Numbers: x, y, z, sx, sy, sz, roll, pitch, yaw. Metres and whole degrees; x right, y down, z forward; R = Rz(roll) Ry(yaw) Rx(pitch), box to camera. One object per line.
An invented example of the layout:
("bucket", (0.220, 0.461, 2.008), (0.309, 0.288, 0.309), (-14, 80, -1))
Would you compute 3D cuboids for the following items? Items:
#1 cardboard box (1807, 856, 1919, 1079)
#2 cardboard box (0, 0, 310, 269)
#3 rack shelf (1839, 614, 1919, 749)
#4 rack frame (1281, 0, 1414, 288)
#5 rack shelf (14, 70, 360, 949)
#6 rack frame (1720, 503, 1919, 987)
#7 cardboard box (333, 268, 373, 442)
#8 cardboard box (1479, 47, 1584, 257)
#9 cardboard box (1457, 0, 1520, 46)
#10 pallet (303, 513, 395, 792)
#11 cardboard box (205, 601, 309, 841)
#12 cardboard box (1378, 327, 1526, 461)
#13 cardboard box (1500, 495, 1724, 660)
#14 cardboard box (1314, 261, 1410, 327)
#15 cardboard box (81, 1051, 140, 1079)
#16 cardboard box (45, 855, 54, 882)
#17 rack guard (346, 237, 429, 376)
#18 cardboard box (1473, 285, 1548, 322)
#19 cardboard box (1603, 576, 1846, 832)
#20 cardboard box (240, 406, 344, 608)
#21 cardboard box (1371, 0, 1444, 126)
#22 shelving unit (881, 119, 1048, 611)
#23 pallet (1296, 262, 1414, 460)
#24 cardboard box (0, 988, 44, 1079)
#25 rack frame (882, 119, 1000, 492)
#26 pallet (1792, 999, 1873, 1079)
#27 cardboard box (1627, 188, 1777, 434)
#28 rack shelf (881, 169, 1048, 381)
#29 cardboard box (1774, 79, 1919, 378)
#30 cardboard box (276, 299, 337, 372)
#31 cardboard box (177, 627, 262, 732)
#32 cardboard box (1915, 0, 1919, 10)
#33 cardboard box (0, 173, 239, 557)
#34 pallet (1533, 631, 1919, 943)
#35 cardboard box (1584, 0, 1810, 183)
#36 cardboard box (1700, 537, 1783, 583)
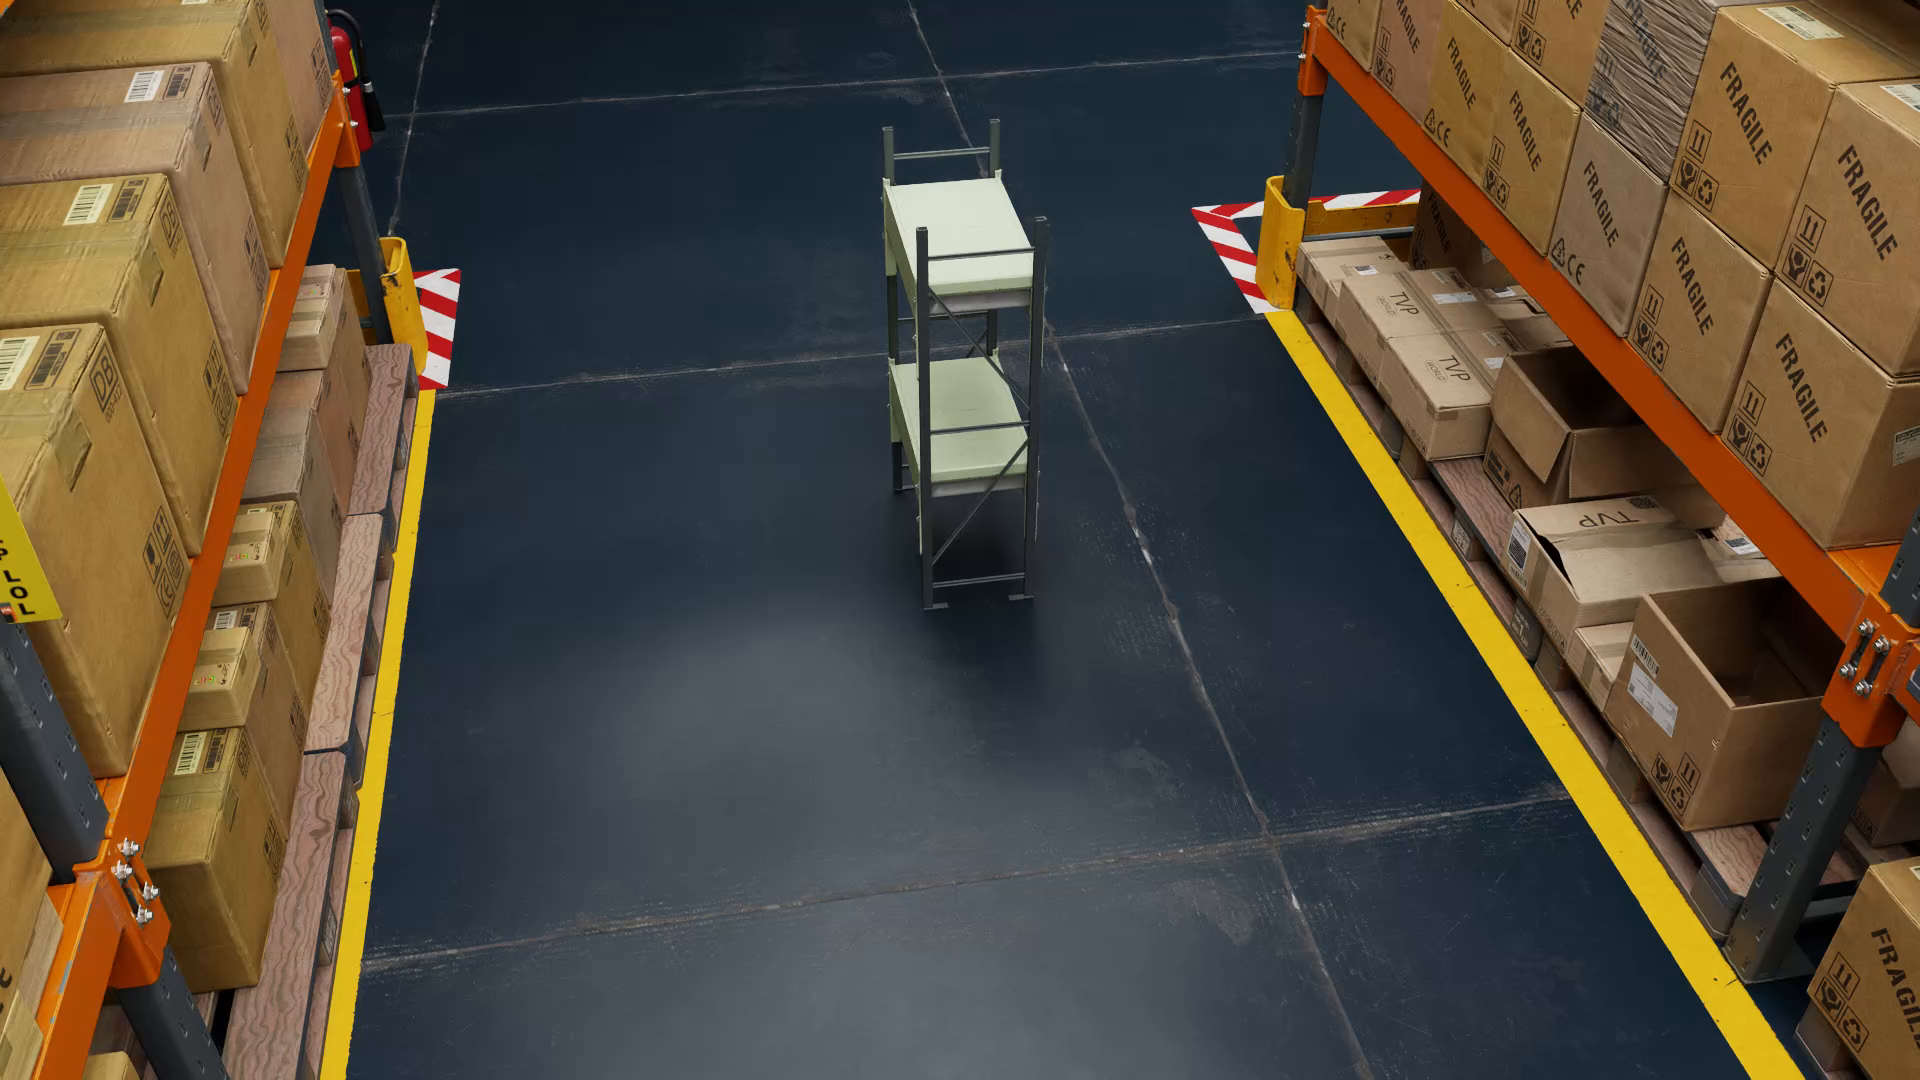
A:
("cardboard box", (2.515, 1.104, 4.063), (0.500, 0.500, 0.500), (-8, 39, -10))
("cardboard box", (-2.670, -1.282, 5.211), (0.980, 0.700, 0.700), (-7, 38, -8))
("rack shelf", (3.020, 1.464, 2.507), (1.077, 0.370, 4.000), (-6, 38, -8))
("rack frame", (1.969, -2.444, 6.951), (1.000, 3.000, 0.127), (-6, 38, -8))
("rack shelf", (-2.557, -0.417, 4.928), (1.077, 0.370, 4.000), (-6, 38, -8))
("rack frame", (2.670, -0.028, 3.841), (1.000, 3.000, 0.127), (-6, 38, -8))
("cardboard box", (-2.687, -0.675, 6.370), (0.700, 0.500, 0.500), (-6, 38, -8))
("cardboard box", (2.054, -1.270, 5.359), (0.500, 0.500, 0.500), (-6, 38, -7))
("cardboard box", (1.969, -1.964, 5.437), (0.500, 0.500, 0.500), (-6, 38, -7))
("pallet", (-2.480, 0.402, 5.560), (1.003, 0.211, 1.213), (-6, 38, -8))
("cardboard box", (-2.321, 0.562, 4.777), (0.700, 0.500, 0.500), (-7, 38, -8))
("cardboard box", (1.960, -0.569, 6.420), (0.500, 0.250, 0.500), (-6, 38, -8))
("cardboard box", (2.159, 0.094, 5.517), (0.500, 0.311, 0.500), (-6, 38, -8))
("cardboard box", (1.747, -1.058, 7.117), (0.380, 0.166, 0.250), (-6, 38, -8))
("cardboard box", (-1.965, 1.569, 3.195), (0.750, 0.750, 0.750), (-6, 38, -7))
("cardboard box", (-2.407, 0.719, 4.046), (0.380, 0.149, 0.250), (-6, 38, -8))
("rack guard", (-2.912, -0.936, 7.047), (1.175, 0.500, 0.348), (-6, 38, -8))
("cardboard box", (2.289, -0.942, 6.969), (0.380, 0.166, 0.250), (-6, 38, -8))
("cardboard box", (2.291, 0.472, 4.876), (0.500, 0.500, 0.500), (-6, 38, -8))
("cardboard box", (-2.510, -0.069, 5.590), (0.700, 0.500, 0.500), (-7, 38, -9))
("cardboard box", (1.882, -1.876, 6.138), (0.500, 0.500, 0.500), (-7, 38, -8))
("shelving unit", (0.001, -0.588, 5.785), (0.431, 1.500, 0.755), (-6, 38, -8))
("pallet", (2.123, -0.815, 7.127), (1.003, 0.211, 1.213), (-6, 38, -8))
("cardboard box", (-1.801, 0.922, 2.806), (0.380, 0.149, 0.250), (-6, 38, -7))
("rack frame", (-0.063, -0.809, 6.069), (0.400, 1.500, 0.023), (-6, 38, -8))
("pallet", (2.850, 1.561, 4.069), (1.003, 0.211, 1.213), (-6, 38, -8))
("cardboard box", (2.238, -0.653, 4.564), (0.500, 0.500, 0.500), (-5, 38, -7))
("rack shelf", (0.001, -0.896, 5.545), (0.431, 0.370, 0.720), (-6, 38, -8))
("cardboard box", (2.326, -0.740, 3.861), (0.500, 0.500, 0.500), (-6, 38, -8))
("cardboard box", (-2.439, -0.719, 5.897), (0.380, 0.149, 0.250), (-5, 38, -7))
("cardboard box", (-2.117, 0.383, 4.478), (0.380, 0.149, 0.250), (-5, 38, -6))
("cardboard box", (2.773, -1.089, 4.310), (0.500, 0.500, 0.500), (-7, 38, -9))
("cardboard box", (-2.408, -0.382, 4.052), (0.980, 0.700, 0.700), (-7, 38, -9))
("pallet", (2.550, 0.659, 5.230), (1.003, 0.211, 1.213), (-6, 38, -8))
("cardboard box", (2.146, -1.353, 4.650), (0.500, 0.500, 0.500), (-6, 38, -8))
("cardboard box", (2.648, 0.119, 5.602), (0.380, 0.166, 0.250), (-6, 38, -8))
